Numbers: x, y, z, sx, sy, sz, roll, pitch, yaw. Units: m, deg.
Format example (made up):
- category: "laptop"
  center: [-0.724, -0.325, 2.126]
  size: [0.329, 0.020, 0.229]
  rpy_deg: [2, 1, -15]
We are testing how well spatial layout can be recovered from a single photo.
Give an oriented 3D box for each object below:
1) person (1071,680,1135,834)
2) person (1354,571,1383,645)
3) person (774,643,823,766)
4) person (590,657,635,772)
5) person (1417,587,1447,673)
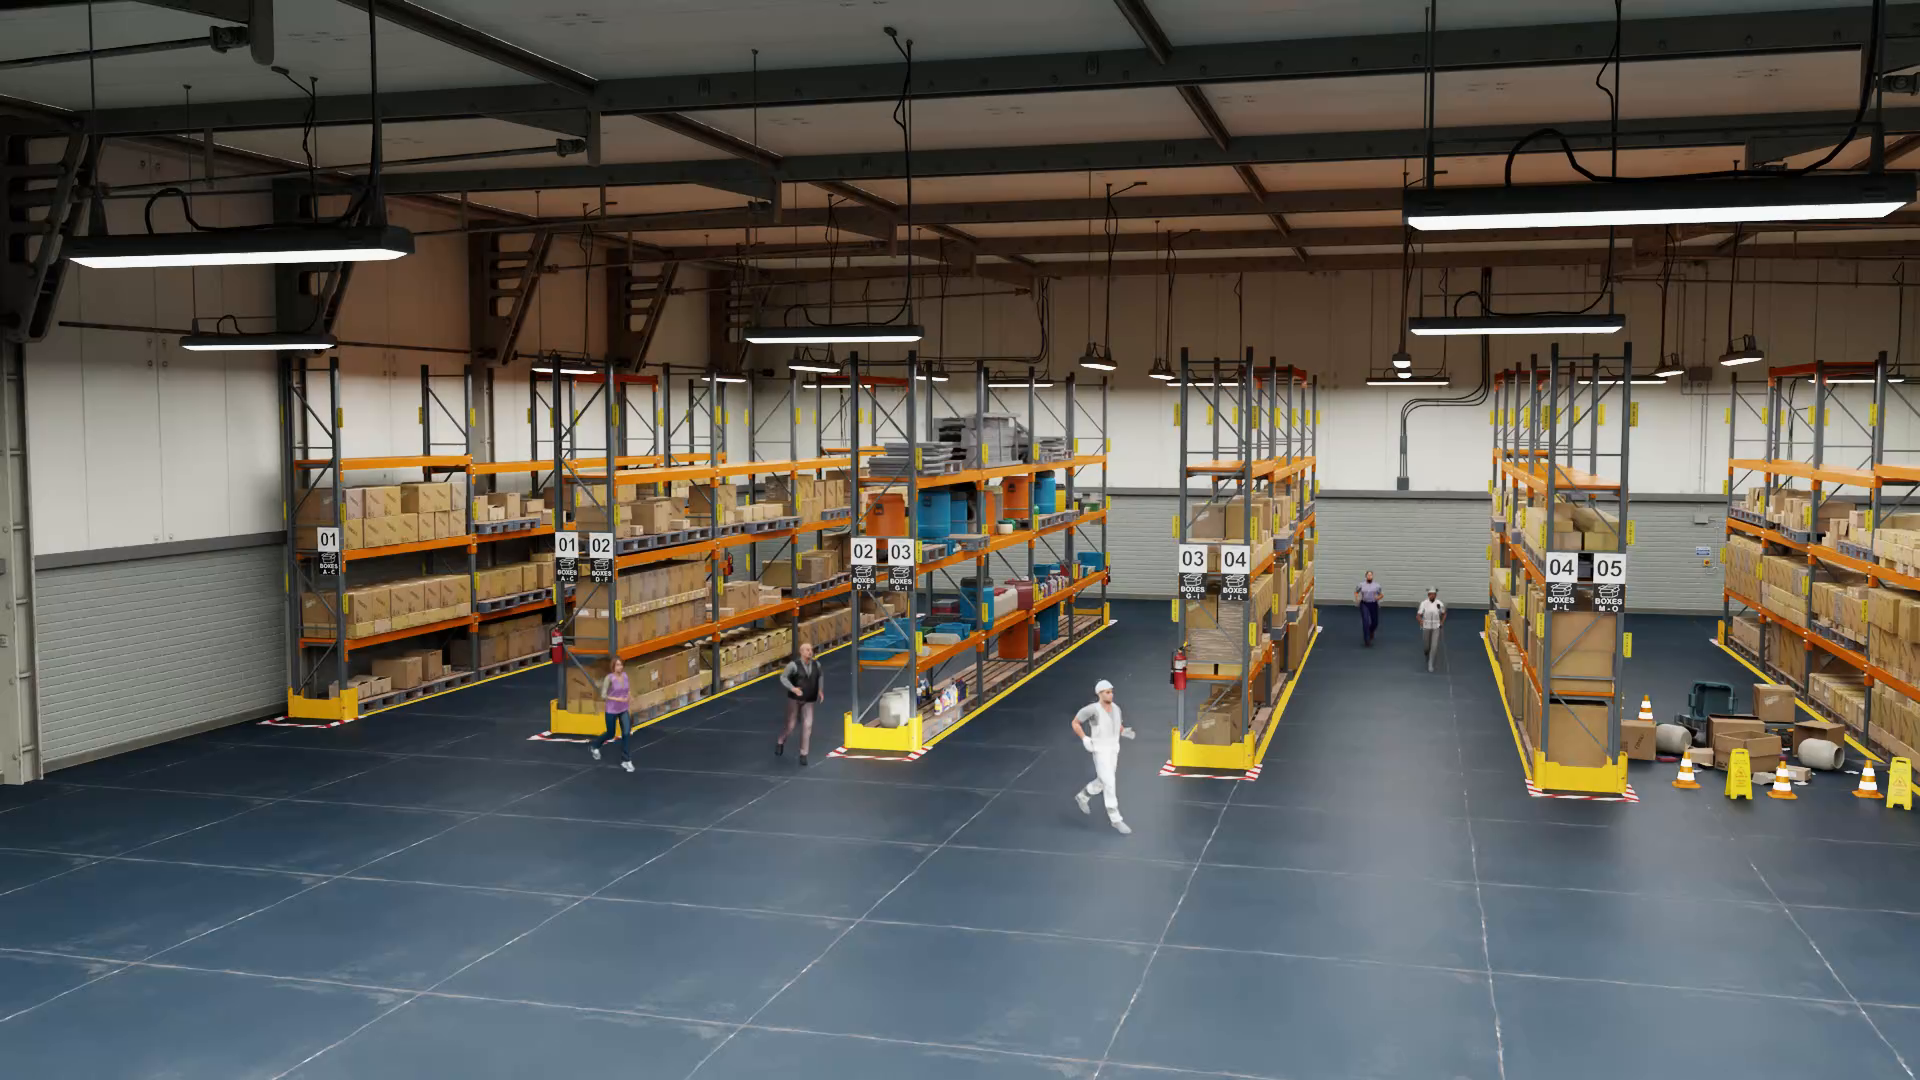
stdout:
- category: "person"
  center: [1.765, 2.606, 20.304]
  size: [0.654, 1.796, 0.955]
  rpy_deg: [-4, 6, -42]
- category: "person"
  center: [9.056, 1.499, 36.839]
  size: [0.620, 1.594, 0.824]
  rpy_deg: [0, 4, 6]
- category: "person"
  center: [-2.281, 2.363, 24.252]
  size: [0.727, 1.706, 0.944]
  rpy_deg: [-2, 5, -21]
- category: "person"
  center: [-4.930, 2.463, 23.766]
  size: [0.550, 1.604, 0.881]
  rpy_deg: [-4, 6, -43]
- category: "person"
  center: [9.362, 1.759, 33.005]
  size: [0.584, 1.678, 0.769]
  rpy_deg: [1, 4, 13]
